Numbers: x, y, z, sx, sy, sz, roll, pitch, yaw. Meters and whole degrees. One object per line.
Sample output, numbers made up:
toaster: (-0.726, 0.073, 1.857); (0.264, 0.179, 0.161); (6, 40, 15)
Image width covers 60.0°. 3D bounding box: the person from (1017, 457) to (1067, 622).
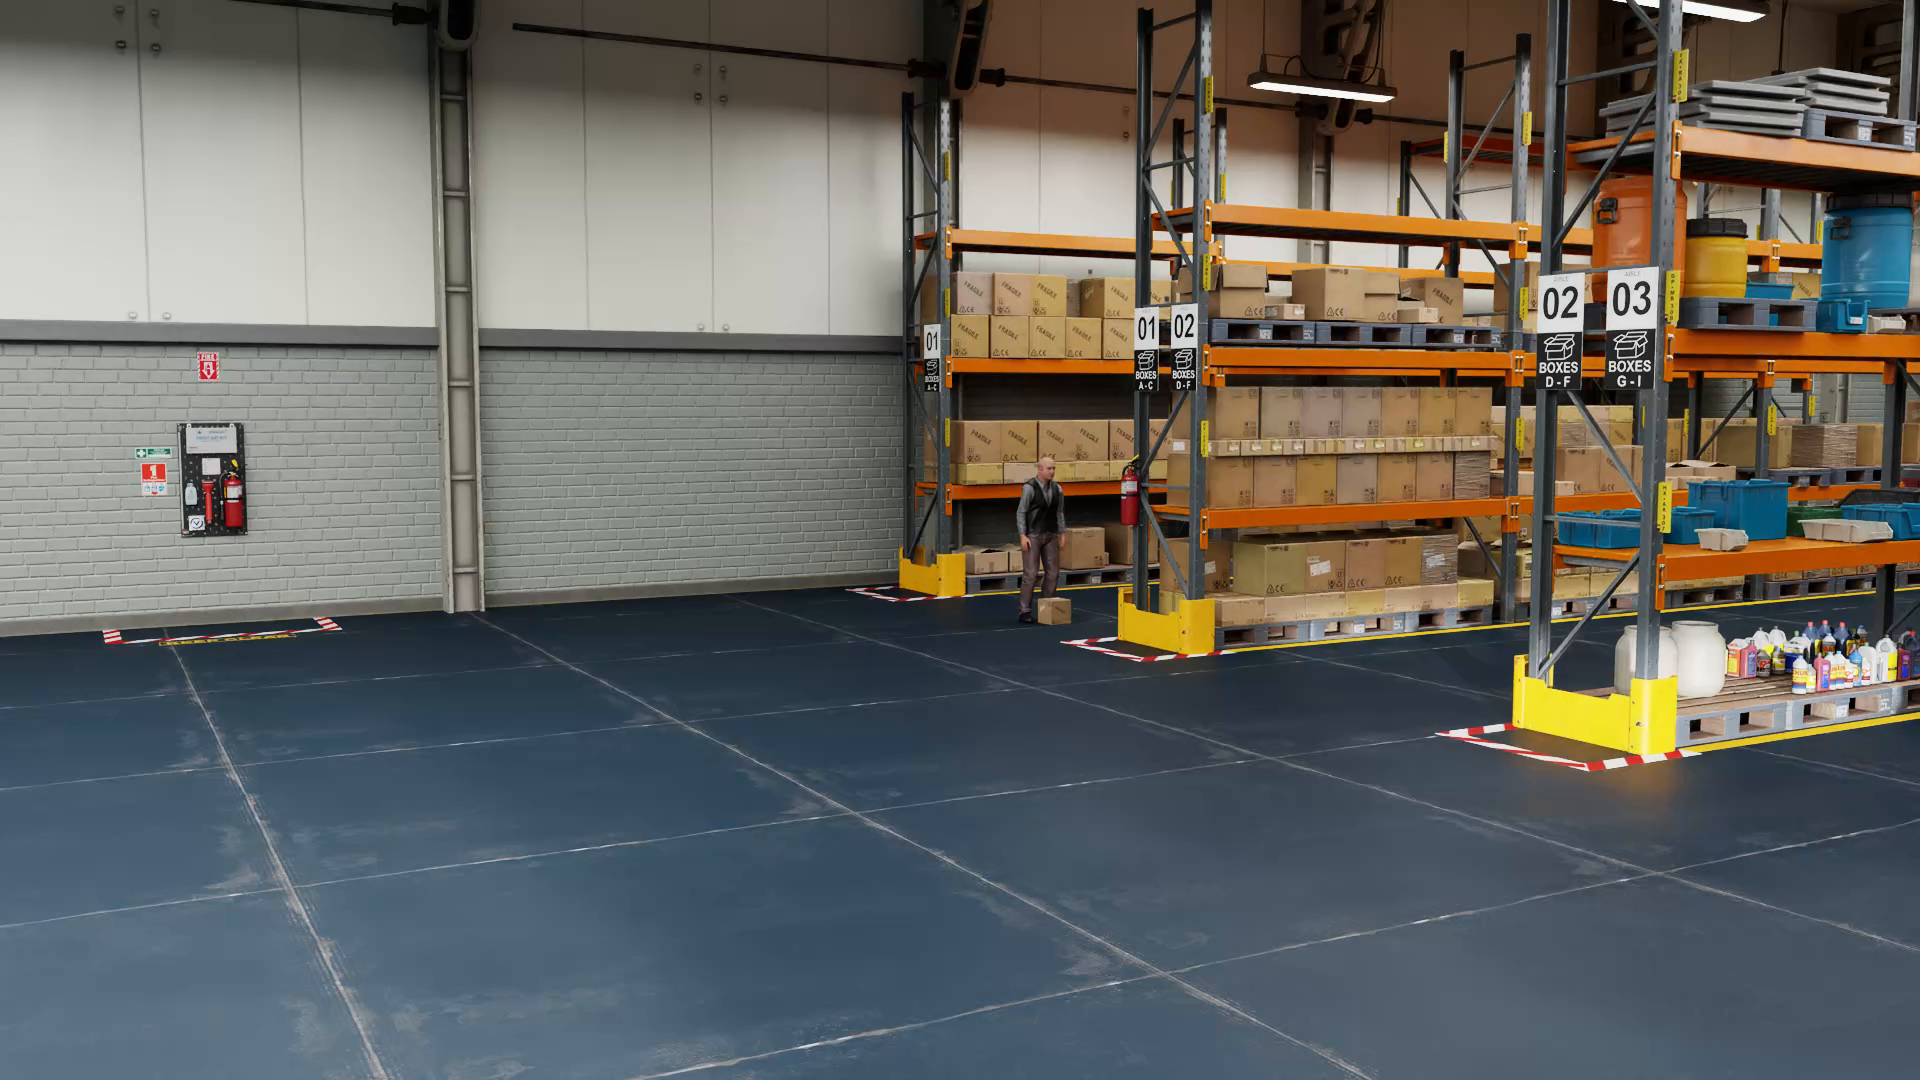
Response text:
person: (0.850, -0.012, 17.515); (0.591, 1.722, 0.415); (-3, 6, -31)
